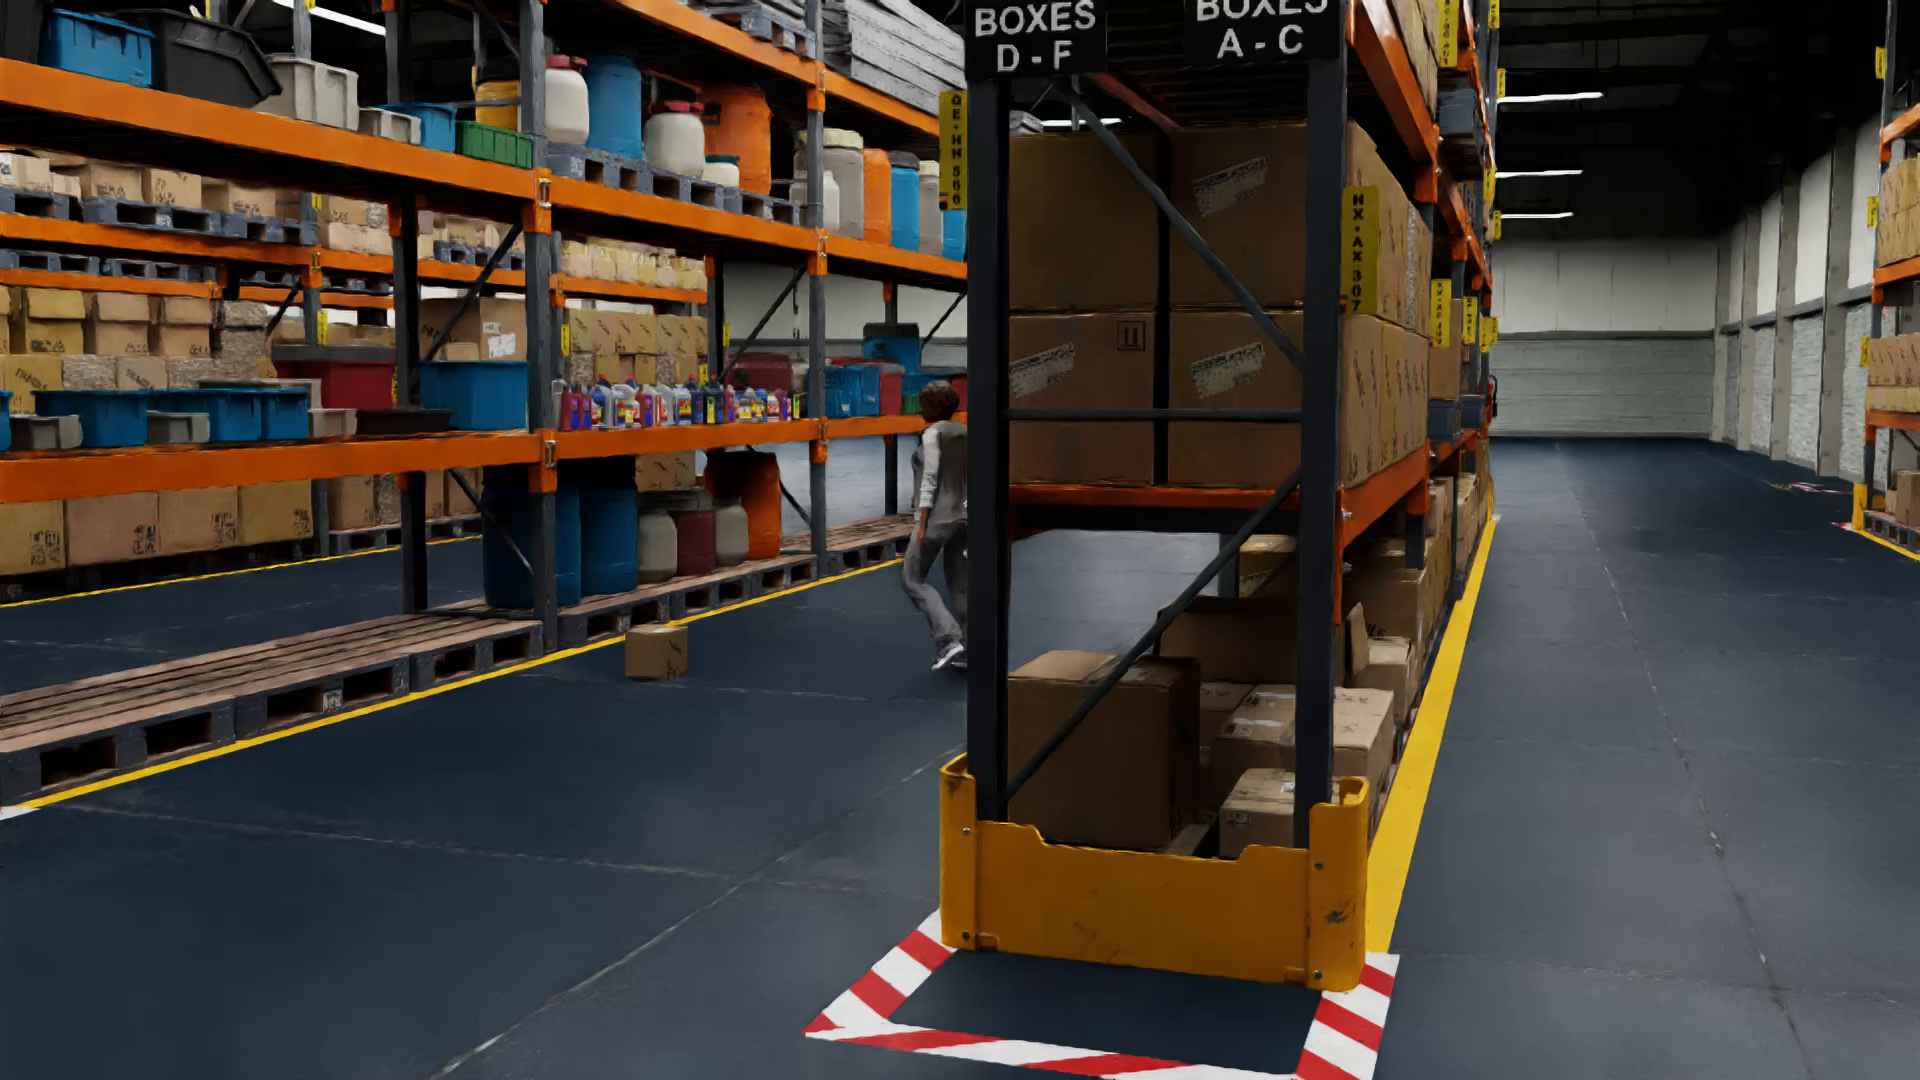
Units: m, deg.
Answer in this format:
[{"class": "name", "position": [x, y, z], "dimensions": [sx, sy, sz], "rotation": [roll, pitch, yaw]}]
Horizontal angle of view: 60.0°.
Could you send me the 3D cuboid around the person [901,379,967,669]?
[{"class": "person", "position": [-0.058, -0.073, 9.079], "dimensions": [0.380, 1.590, 0.470], "rotation": [4, 7, 39]}]
